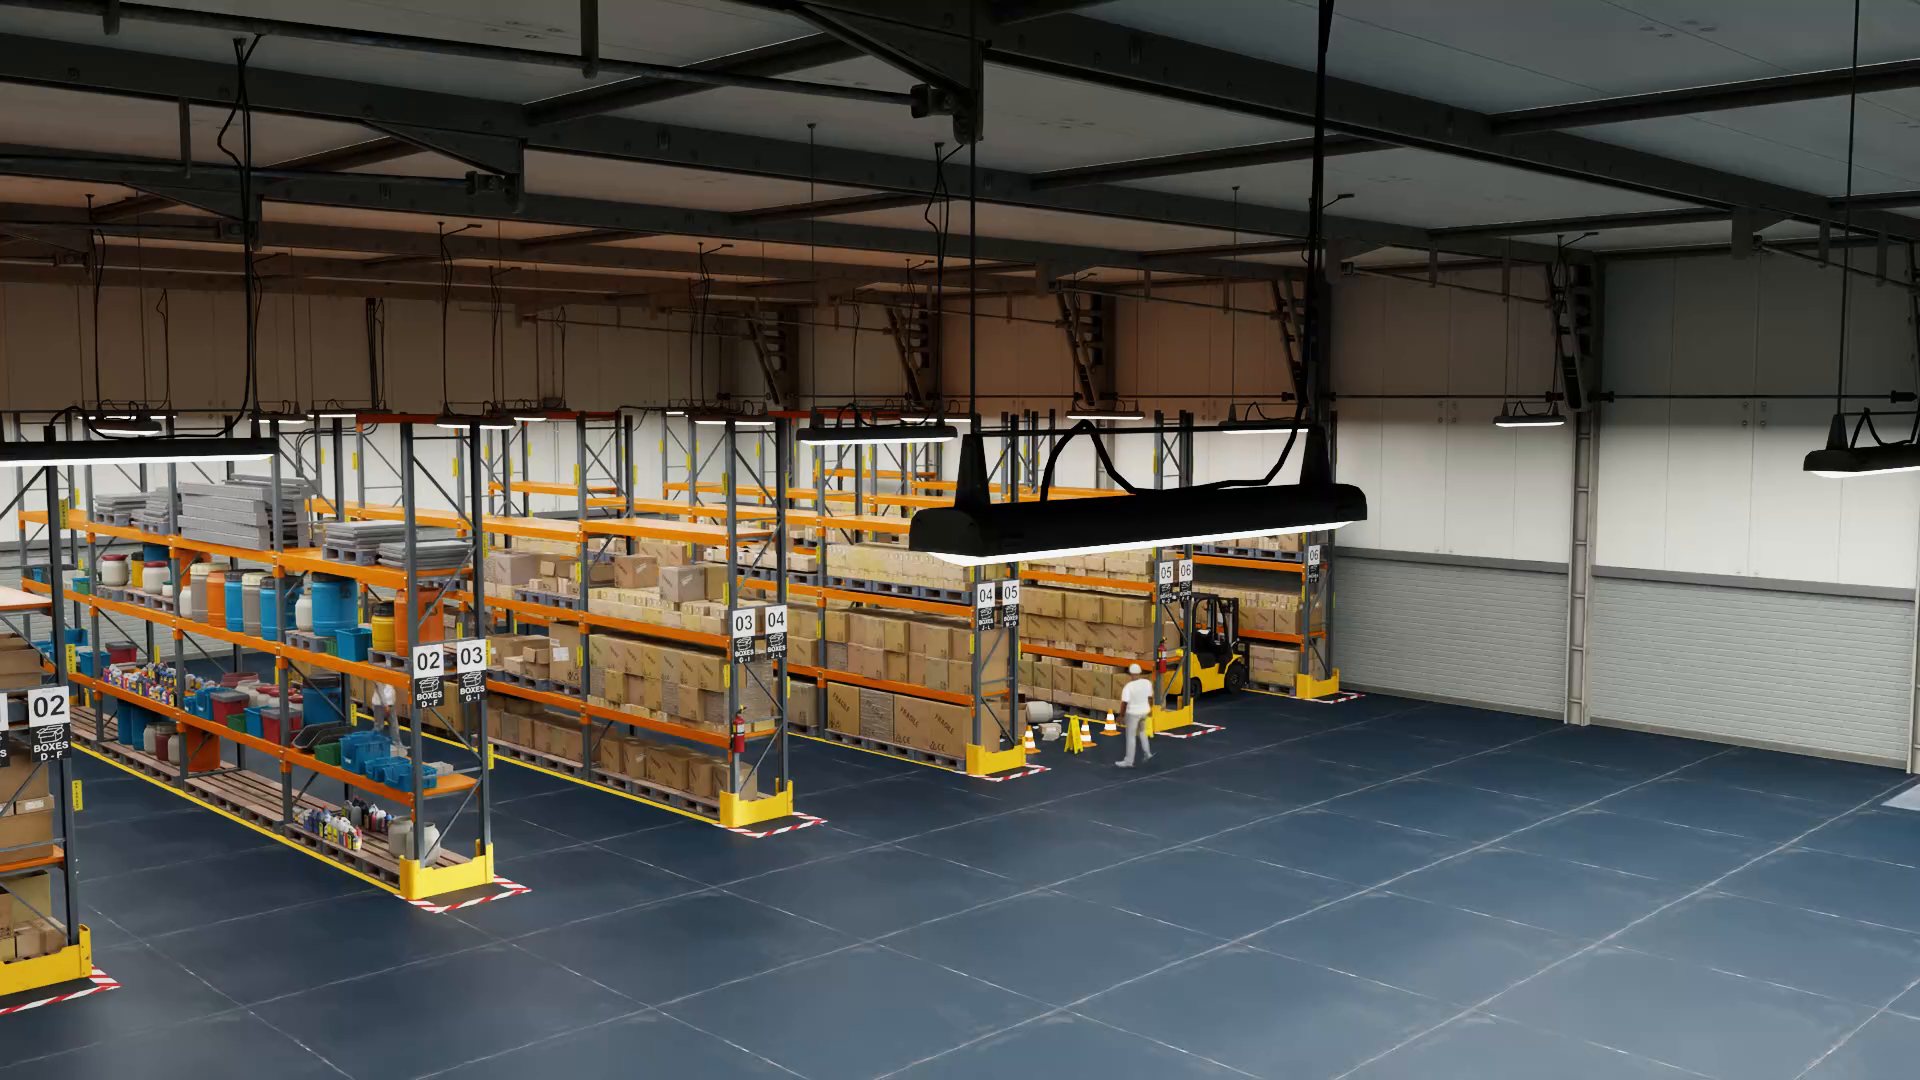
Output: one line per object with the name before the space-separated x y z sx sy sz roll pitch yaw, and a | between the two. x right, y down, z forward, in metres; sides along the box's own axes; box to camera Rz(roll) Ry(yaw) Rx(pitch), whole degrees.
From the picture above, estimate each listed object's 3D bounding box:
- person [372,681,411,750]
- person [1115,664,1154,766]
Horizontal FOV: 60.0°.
person | -10.147 2.903 29.419 0.654 1.766 0.563 1 5 8
person | 3.038 2.976 28.418 0.675 1.760 0.429 -3 6 -35
